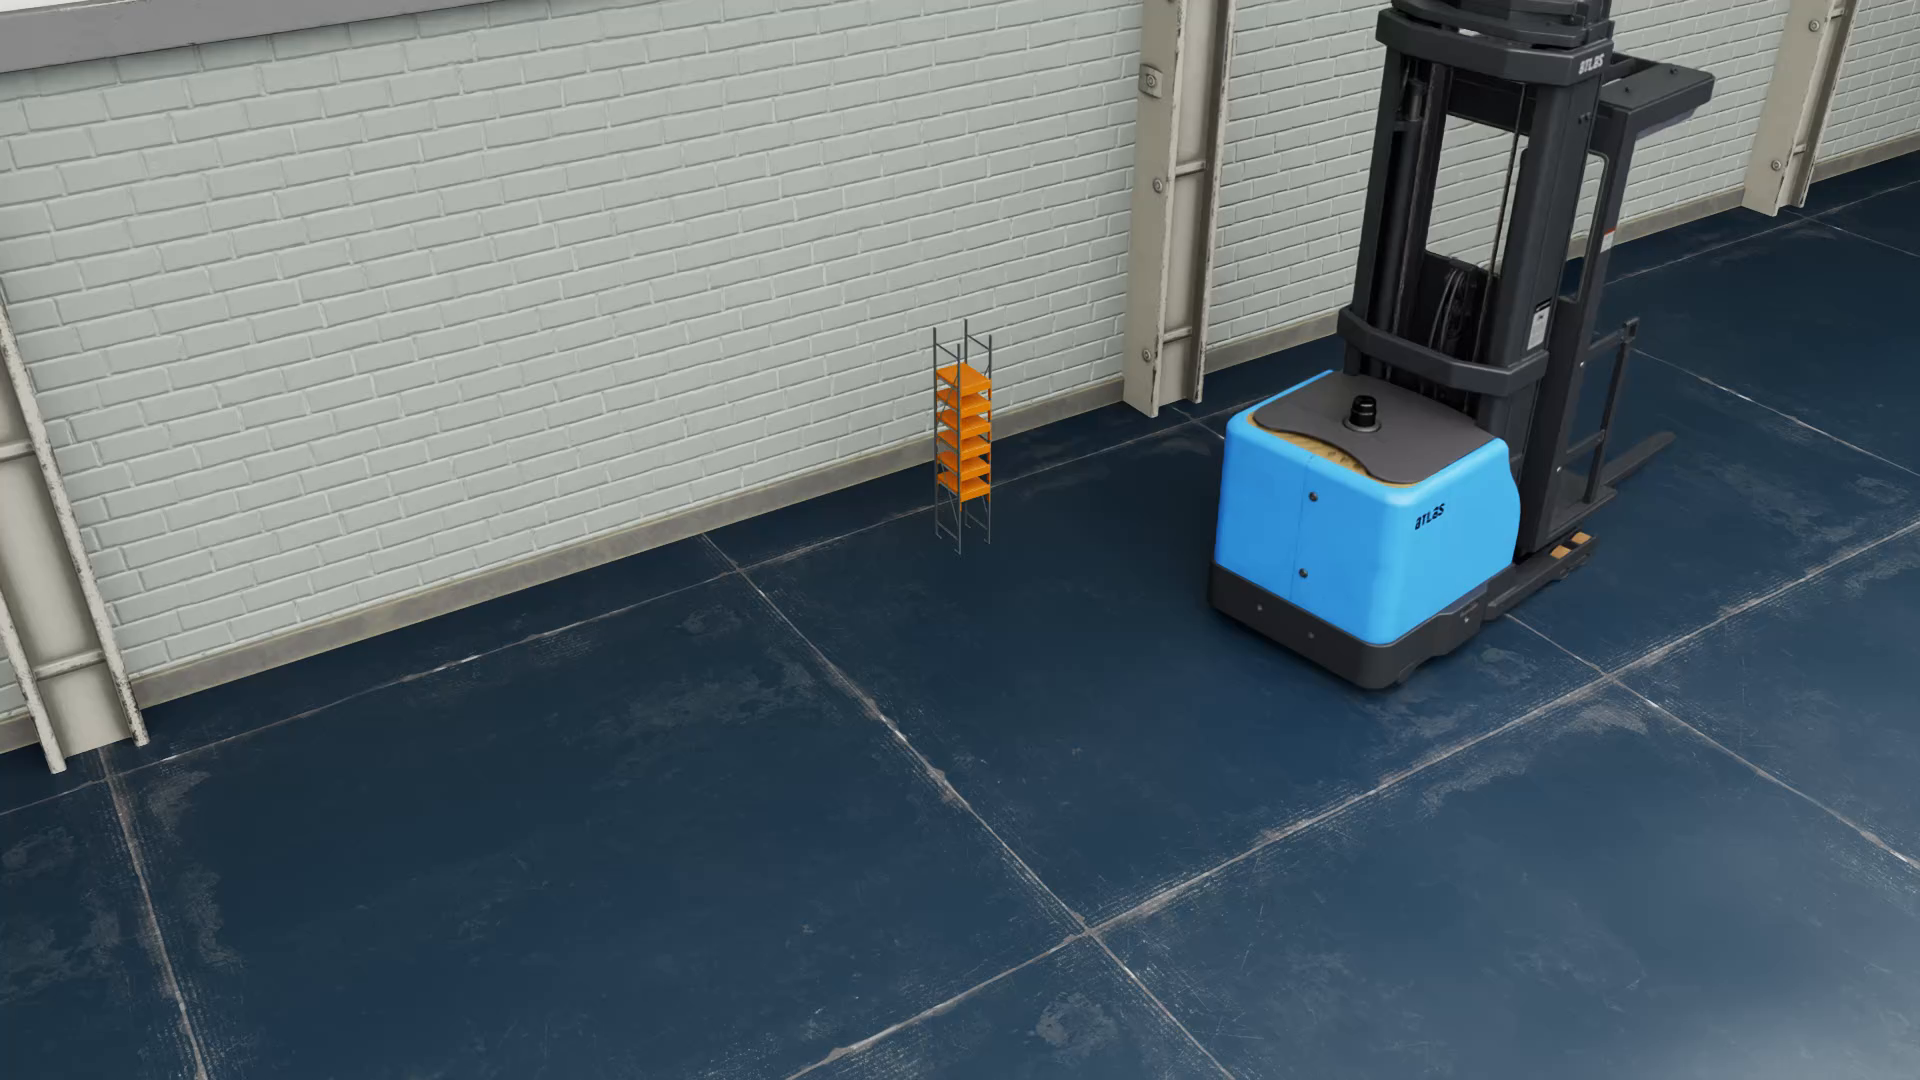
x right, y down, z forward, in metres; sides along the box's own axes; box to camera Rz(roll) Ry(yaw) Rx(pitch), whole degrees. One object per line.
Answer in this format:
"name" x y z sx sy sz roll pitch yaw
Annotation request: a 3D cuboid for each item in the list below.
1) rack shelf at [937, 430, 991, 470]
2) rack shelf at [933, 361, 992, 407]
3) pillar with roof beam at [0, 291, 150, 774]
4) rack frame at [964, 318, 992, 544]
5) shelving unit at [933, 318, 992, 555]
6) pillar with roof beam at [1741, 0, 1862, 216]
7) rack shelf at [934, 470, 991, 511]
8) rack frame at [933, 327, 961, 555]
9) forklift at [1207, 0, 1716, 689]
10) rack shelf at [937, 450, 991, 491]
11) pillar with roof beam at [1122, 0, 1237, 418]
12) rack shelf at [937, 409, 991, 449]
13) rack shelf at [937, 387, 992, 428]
"rack shelf" 0.012 -0.474 8.460 0.180 0.103 0.258 -19 37 -27
"rack shelf" 0.012 -0.779 8.268 0.180 0.103 0.258 -19 37 -27
"pillar with roof beam" -1.489 -0.994 1.892 0.400 9.000 9.100 -19 37 -27
"rack frame" 0.089 -0.538 8.478 0.006 1.200 0.240 -19 37 -27
"shelving unit" 0.012 -0.512 8.437 0.189 1.200 0.258 -19 37 -27
"pillar with roof beam" 8.597 -4.463 7.390 0.400 9.000 9.100 -19 37 -27
"rack shelf" 0.012 -0.271 8.588 0.180 0.103 0.258 -19 37 -27
"rack frame" -0.065 -0.485 8.395 0.006 1.200 0.240 -19 37 -27
"forklift" 2.642 -1.227 7.949 3.031 2.935 1.130 -26 40 -35
"rack shelf" 0.012 -0.373 8.524 0.180 0.103 0.258 -19 37 -27
"pillar with roof beam" 3.554 -2.729 4.641 0.400 9.000 9.100 -19 37 -27
"rack shelf" 0.012 -0.576 8.396 0.180 0.103 0.258 -19 37 -27
"rack shelf" 0.012 -0.677 8.332 0.180 0.103 0.258 -19 37 -27
